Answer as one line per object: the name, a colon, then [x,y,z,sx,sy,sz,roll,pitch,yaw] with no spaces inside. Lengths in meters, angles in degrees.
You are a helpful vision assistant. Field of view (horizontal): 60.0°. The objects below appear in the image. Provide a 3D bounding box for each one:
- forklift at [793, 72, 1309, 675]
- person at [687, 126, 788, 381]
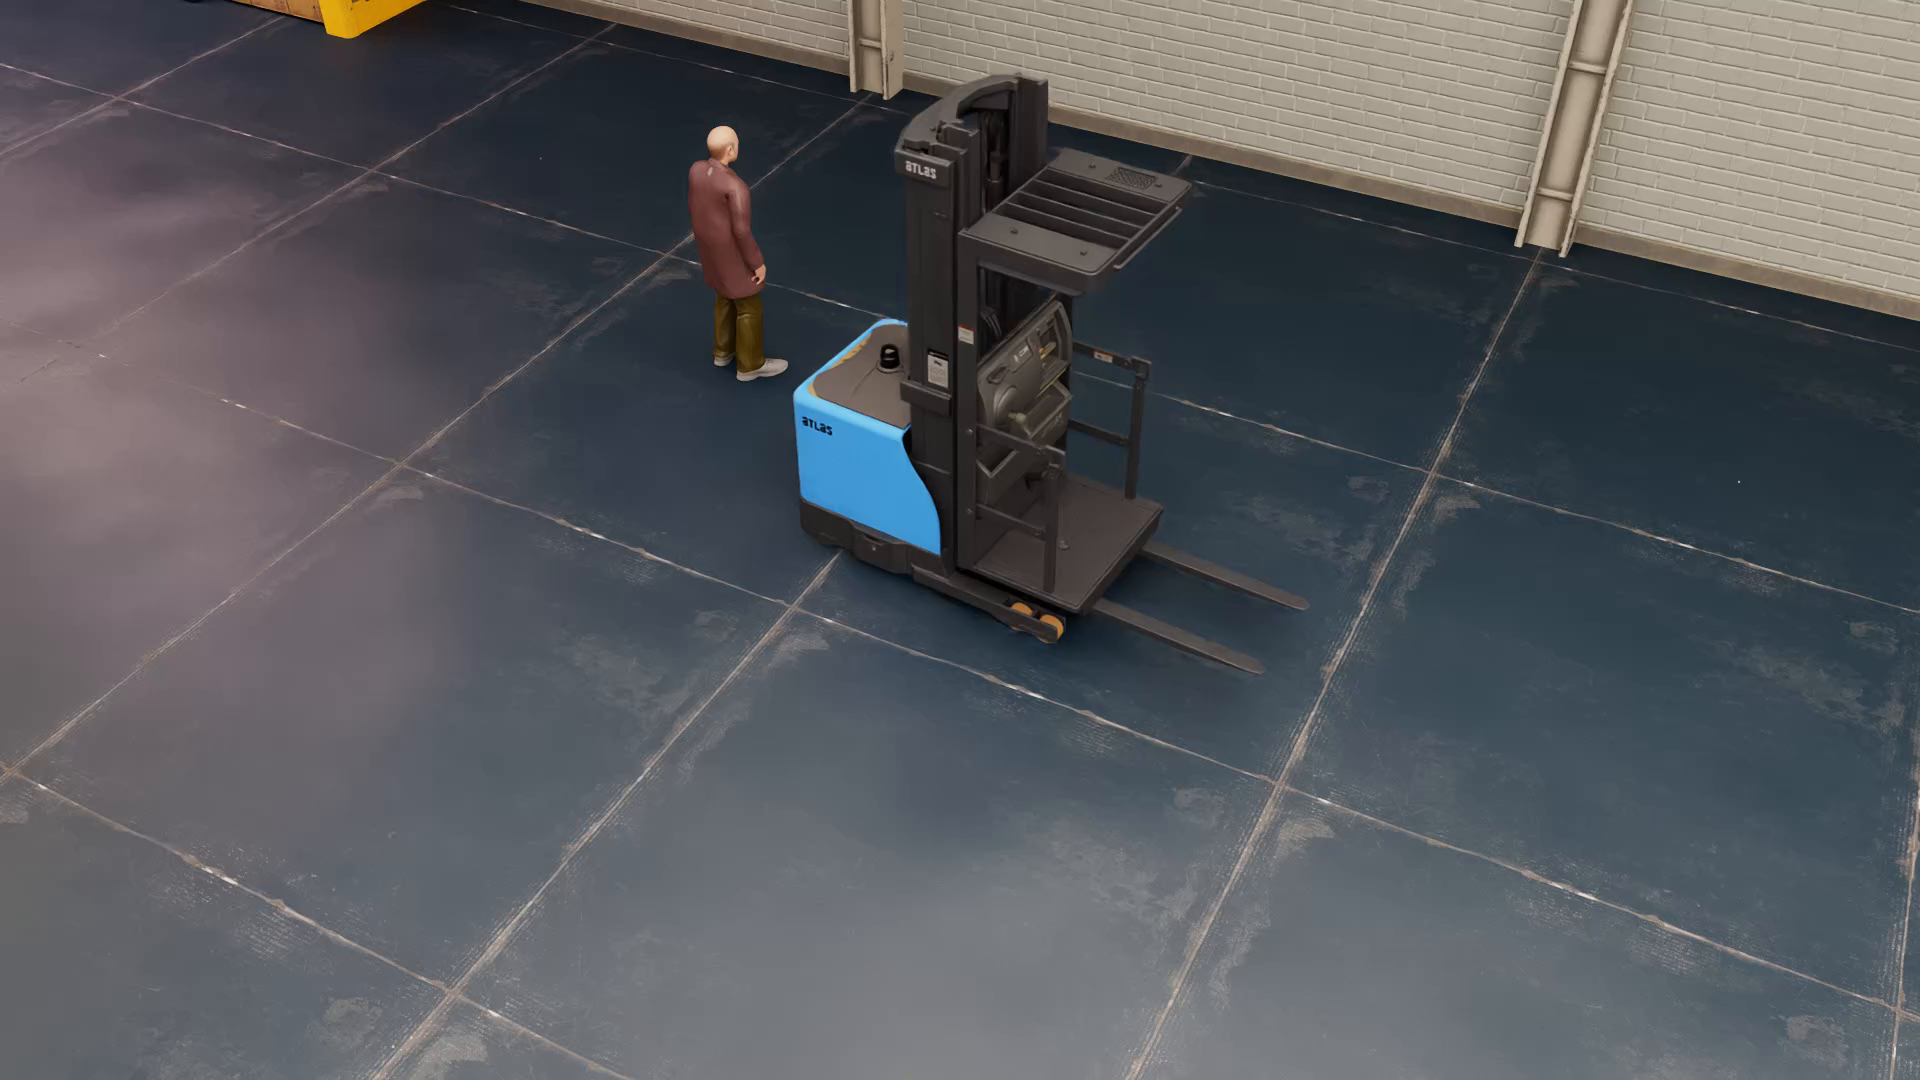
forklift: [0.535,-0.919,9.078,3.031,2.935,1.130,22,45,24]
person: [-1.548,-1.932,11.179,0.425,1.773,0.653,-31,49,-31]
